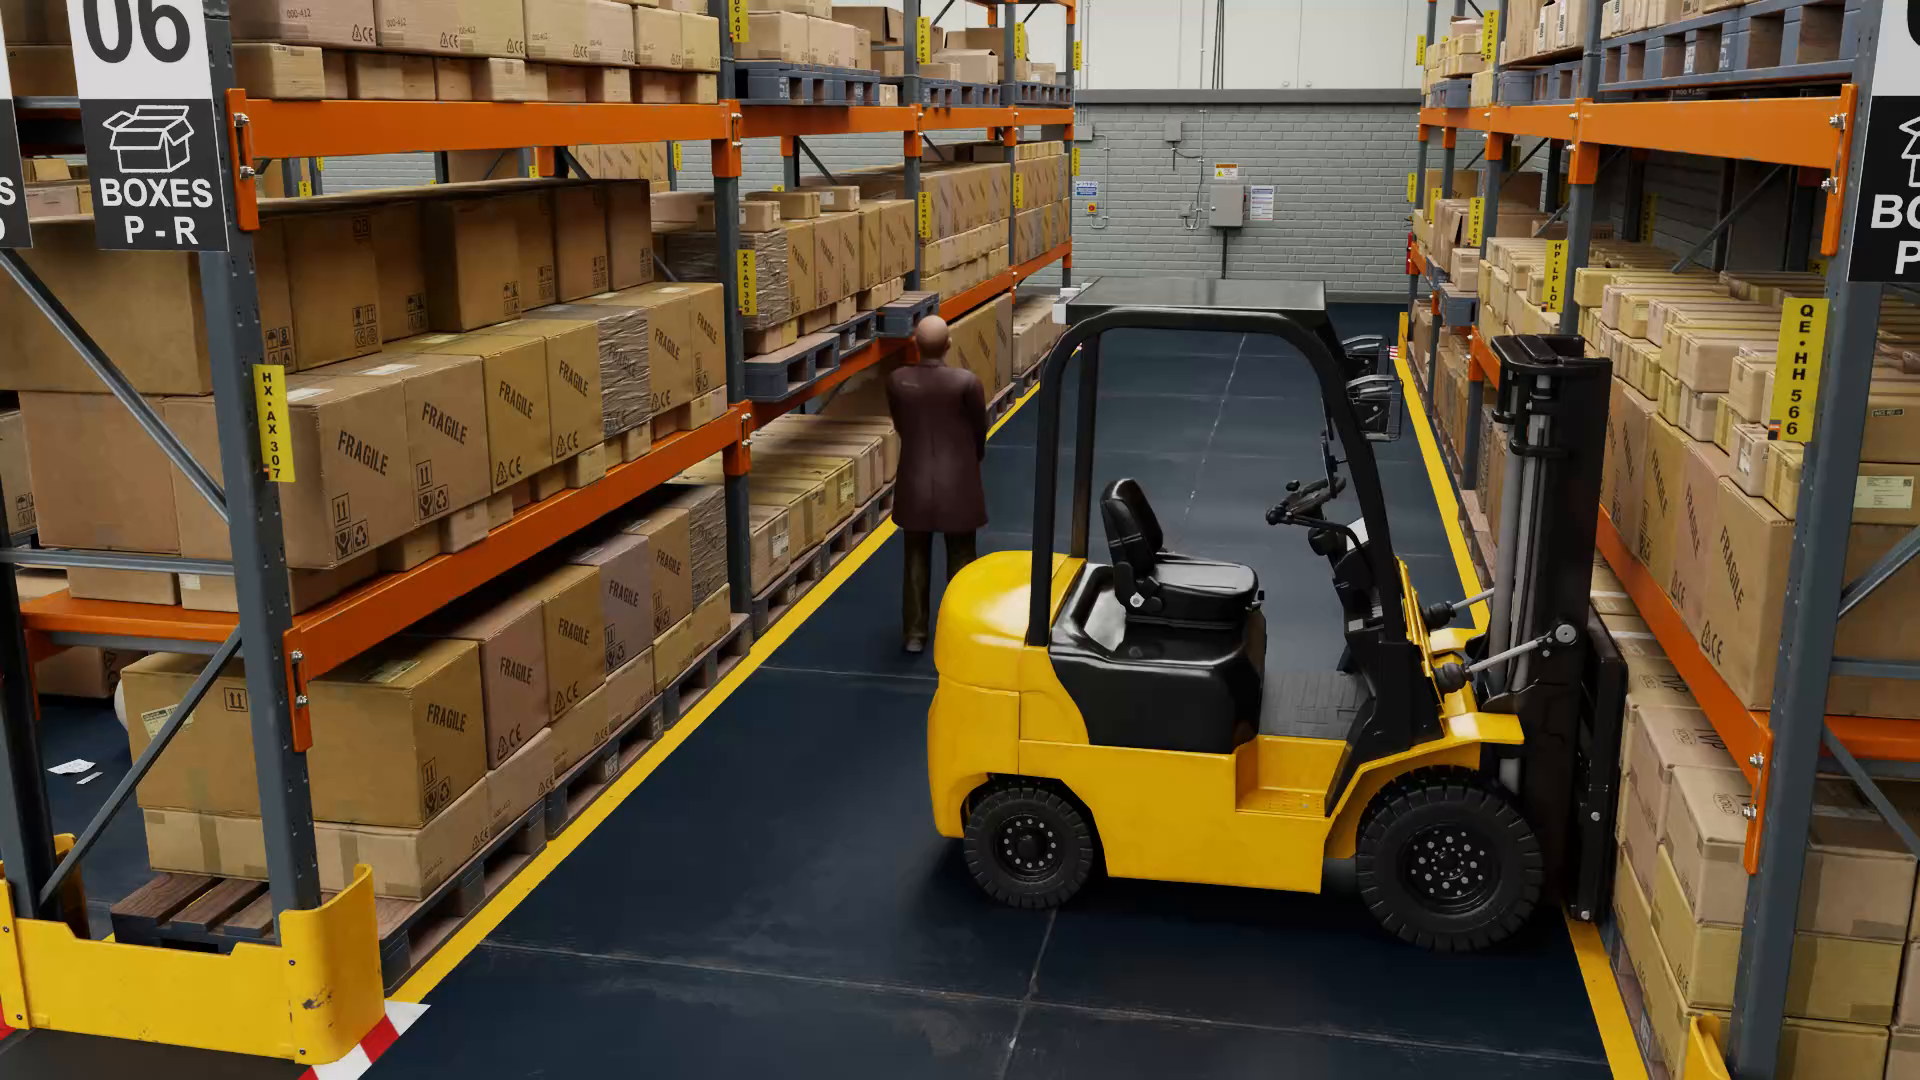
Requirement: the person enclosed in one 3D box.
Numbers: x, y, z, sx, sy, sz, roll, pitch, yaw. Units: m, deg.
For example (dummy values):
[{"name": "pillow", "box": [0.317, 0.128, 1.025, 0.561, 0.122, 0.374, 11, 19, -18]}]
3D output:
[{"name": "person", "box": [-0.097, -0.312, 8.762, 0.527, 1.776, 0.554, 3, 15, 11]}]
